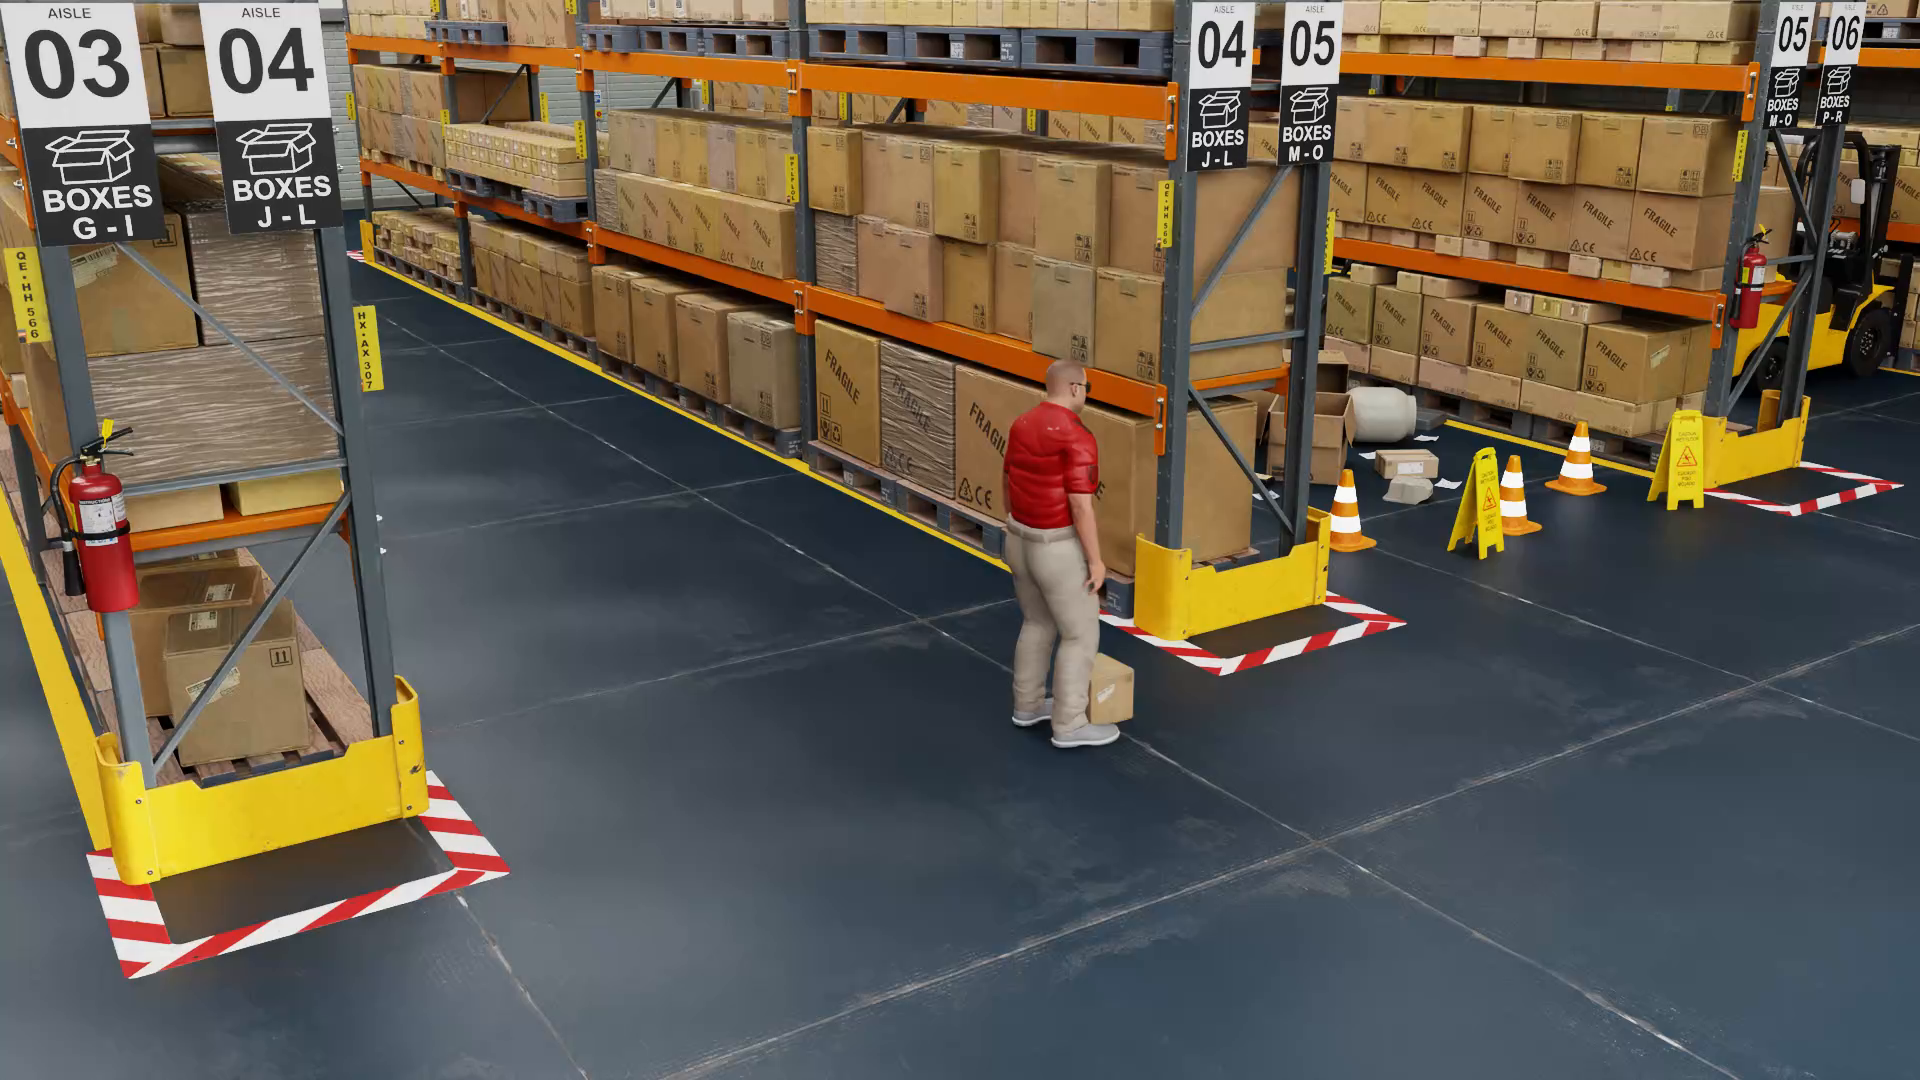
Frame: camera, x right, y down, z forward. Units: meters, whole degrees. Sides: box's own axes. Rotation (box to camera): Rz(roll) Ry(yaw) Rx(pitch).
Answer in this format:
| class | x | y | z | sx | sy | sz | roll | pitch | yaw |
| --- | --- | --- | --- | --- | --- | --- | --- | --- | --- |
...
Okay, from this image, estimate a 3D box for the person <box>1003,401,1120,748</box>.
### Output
| class | x | y | z | sx | sy | sz | roll | pitch | yaw |
| --- | --- | --- | --- | --- | --- | --- | --- | --- | --- |
| person | 0.429 | 0.134 | 7.447 | 0.392 | 1.551 | 0.579 | -13 | 22 | -34 |
